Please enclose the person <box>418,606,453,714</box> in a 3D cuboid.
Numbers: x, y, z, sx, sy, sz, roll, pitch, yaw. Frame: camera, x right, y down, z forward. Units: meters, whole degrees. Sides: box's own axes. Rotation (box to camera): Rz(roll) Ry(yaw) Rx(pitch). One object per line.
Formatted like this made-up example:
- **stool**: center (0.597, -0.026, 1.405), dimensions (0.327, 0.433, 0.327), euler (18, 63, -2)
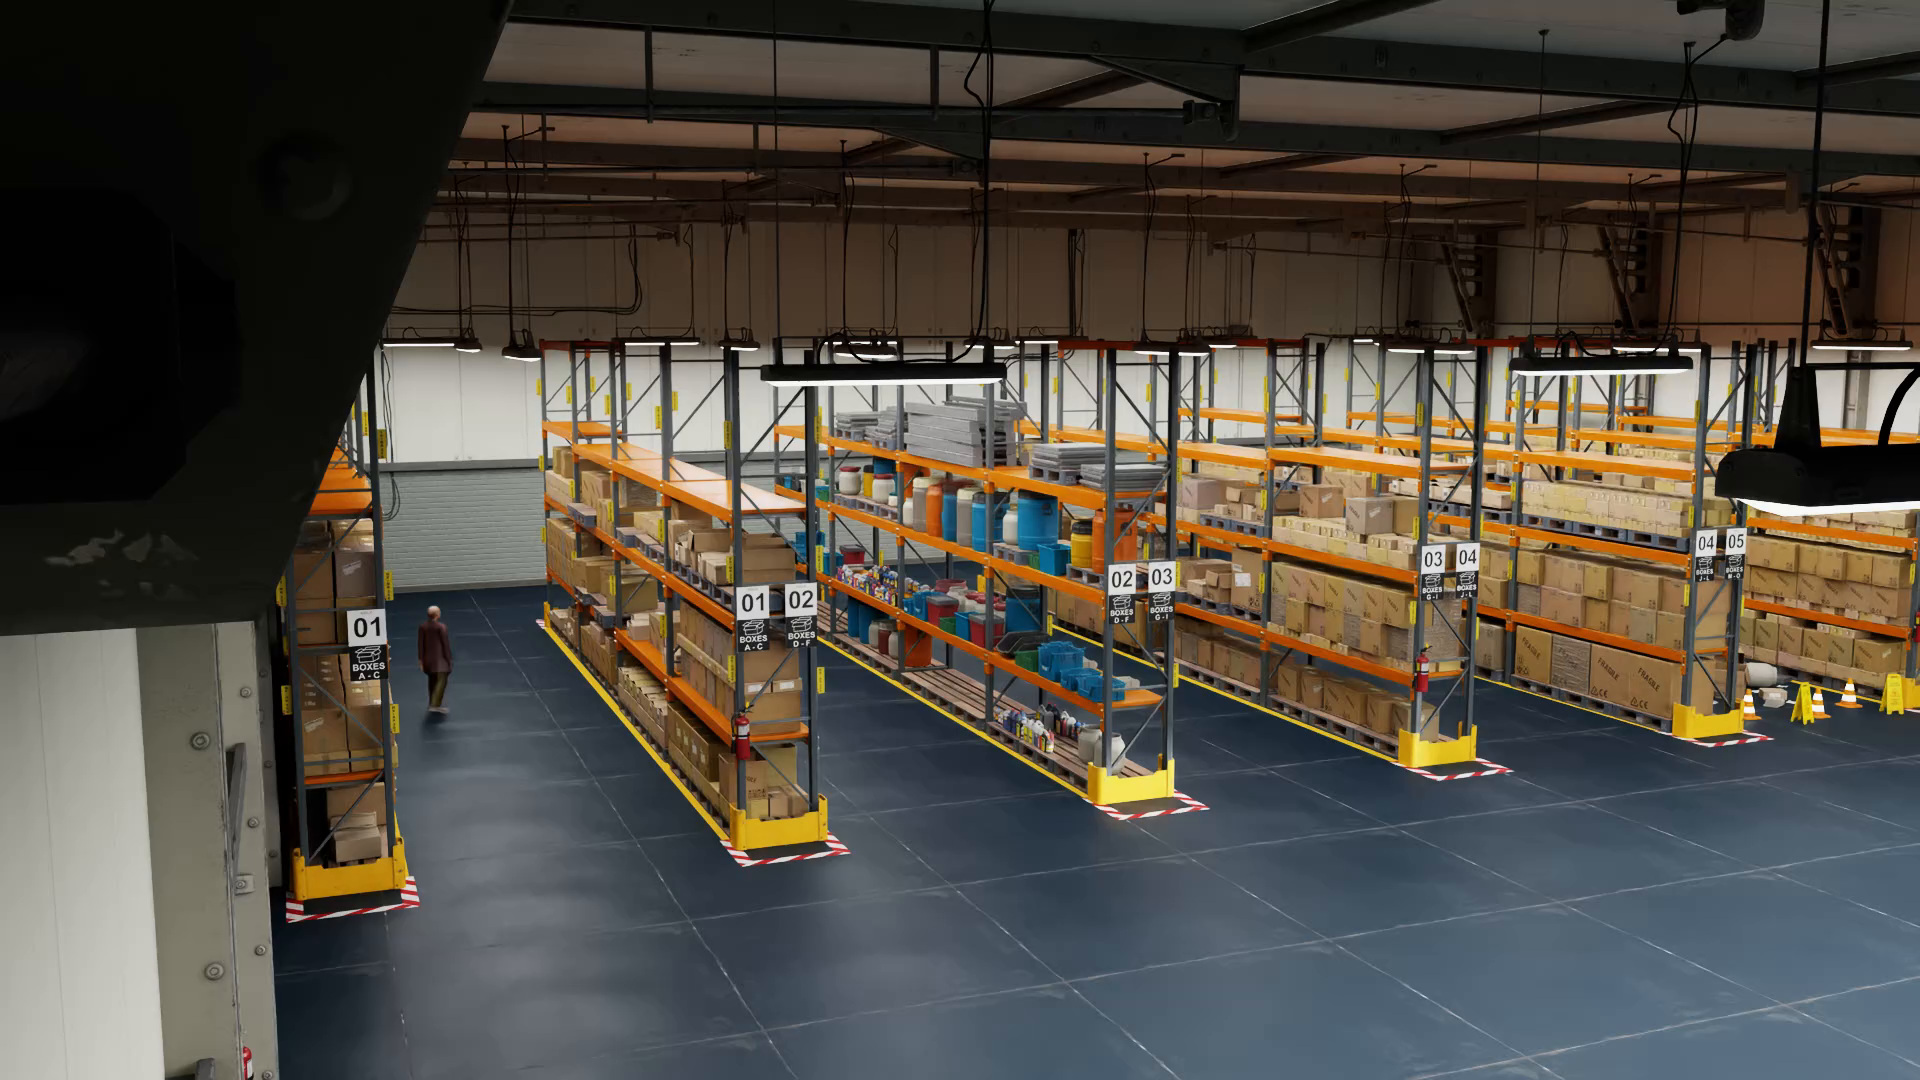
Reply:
- **person**: center (-8.519, 1.953, 27.029), dimensions (0.651, 1.746, 1.021), euler (1, 7, 8)
